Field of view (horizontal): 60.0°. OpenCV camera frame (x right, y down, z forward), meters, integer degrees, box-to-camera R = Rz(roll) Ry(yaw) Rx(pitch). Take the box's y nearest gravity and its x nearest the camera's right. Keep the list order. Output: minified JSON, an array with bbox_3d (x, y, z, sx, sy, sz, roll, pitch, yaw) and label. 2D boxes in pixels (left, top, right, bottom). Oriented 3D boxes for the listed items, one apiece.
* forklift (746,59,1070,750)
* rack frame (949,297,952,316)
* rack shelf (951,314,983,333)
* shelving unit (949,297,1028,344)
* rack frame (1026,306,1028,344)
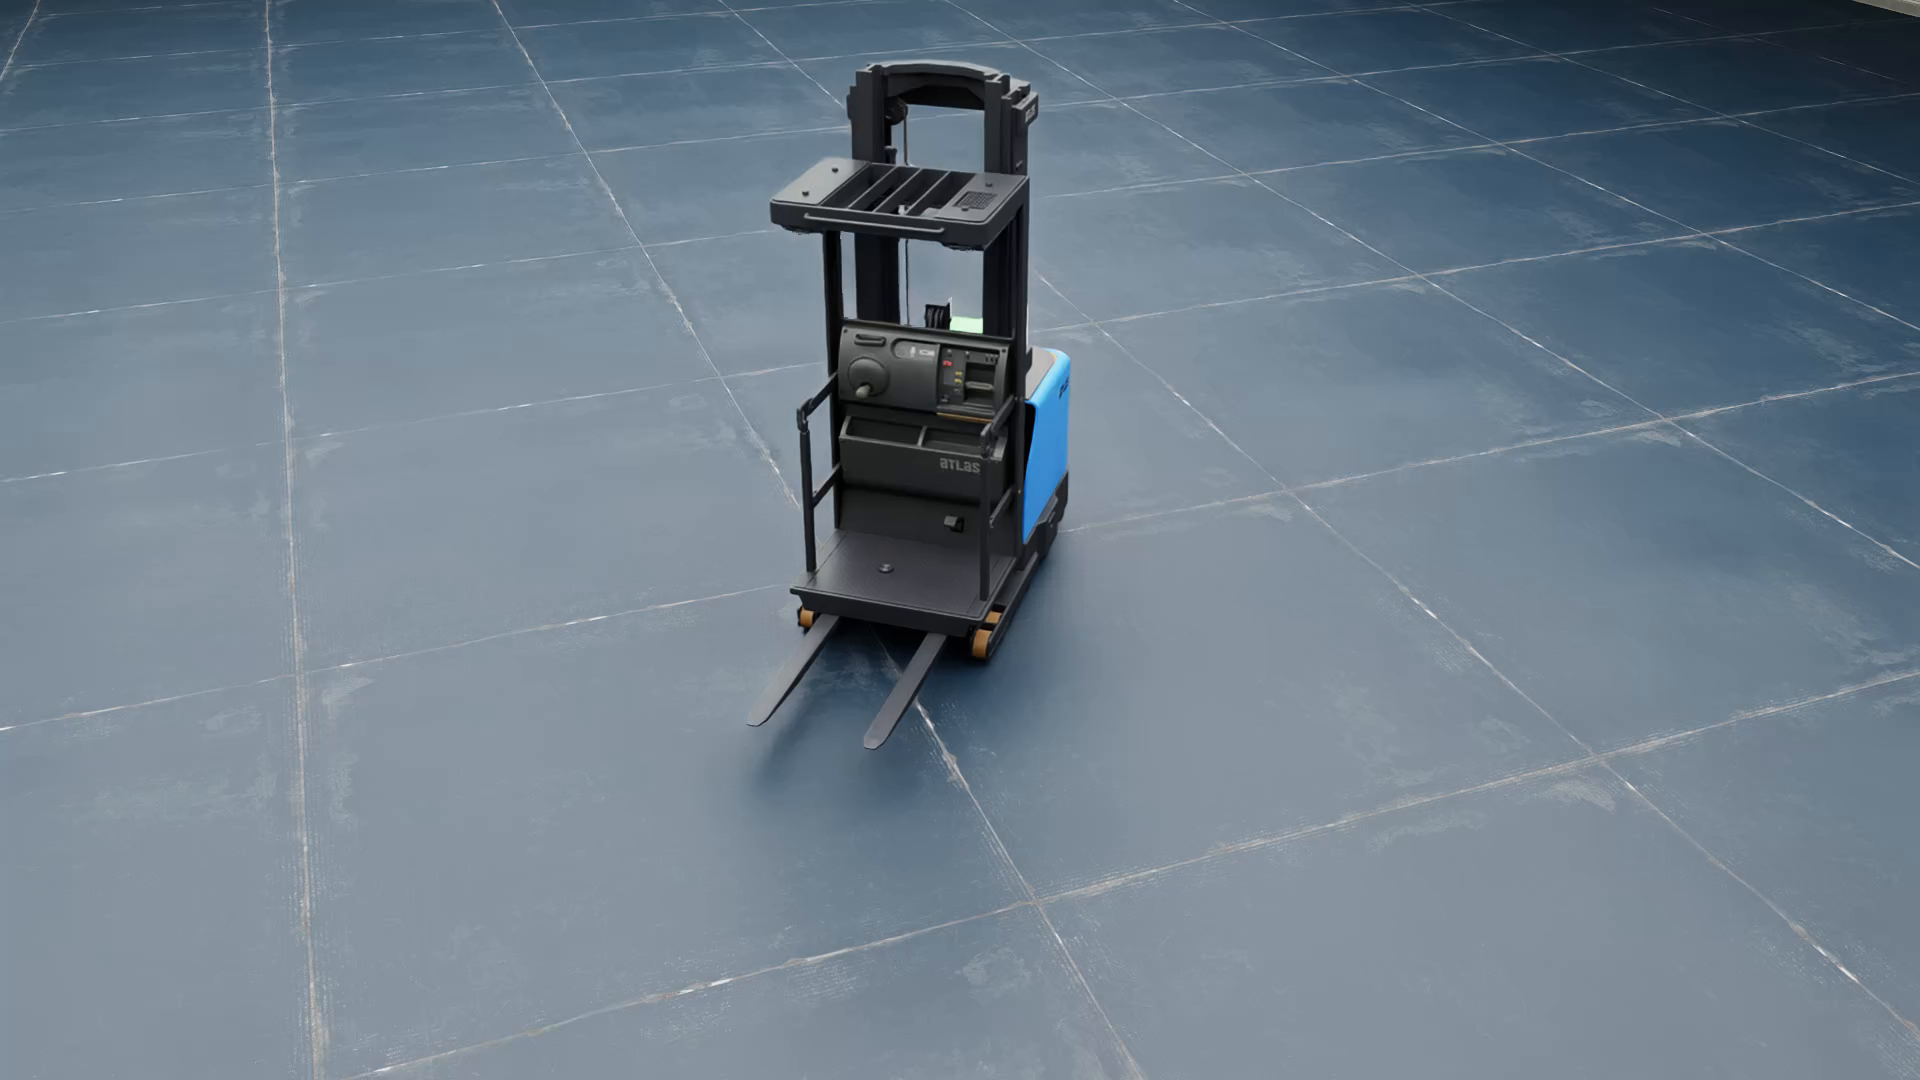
[{"bbox_3d":[-0.261,-0.849,8.629,1.130,2.935,3.031,9,31,15],"label":"forklift"},{"bbox_3d":[-0.090,-0.930,10.521,0.015,1.200,0.240,9,31,15],"label":"rack frame"},{"bbox_3d":[0.143,-1.256,10.253,0.480,0.148,0.258,9,31,15],"label":"rack shelf"},{"bbox_3d":[0.143,-0.895,10.459,0.503,1.200,0.258,9,31,15],"label":"shelving unit"},{"bbox_3d":[0.376,-0.859,10.396,0.015,1.200,0.240,9,31,15],"label":"rack frame"}]
